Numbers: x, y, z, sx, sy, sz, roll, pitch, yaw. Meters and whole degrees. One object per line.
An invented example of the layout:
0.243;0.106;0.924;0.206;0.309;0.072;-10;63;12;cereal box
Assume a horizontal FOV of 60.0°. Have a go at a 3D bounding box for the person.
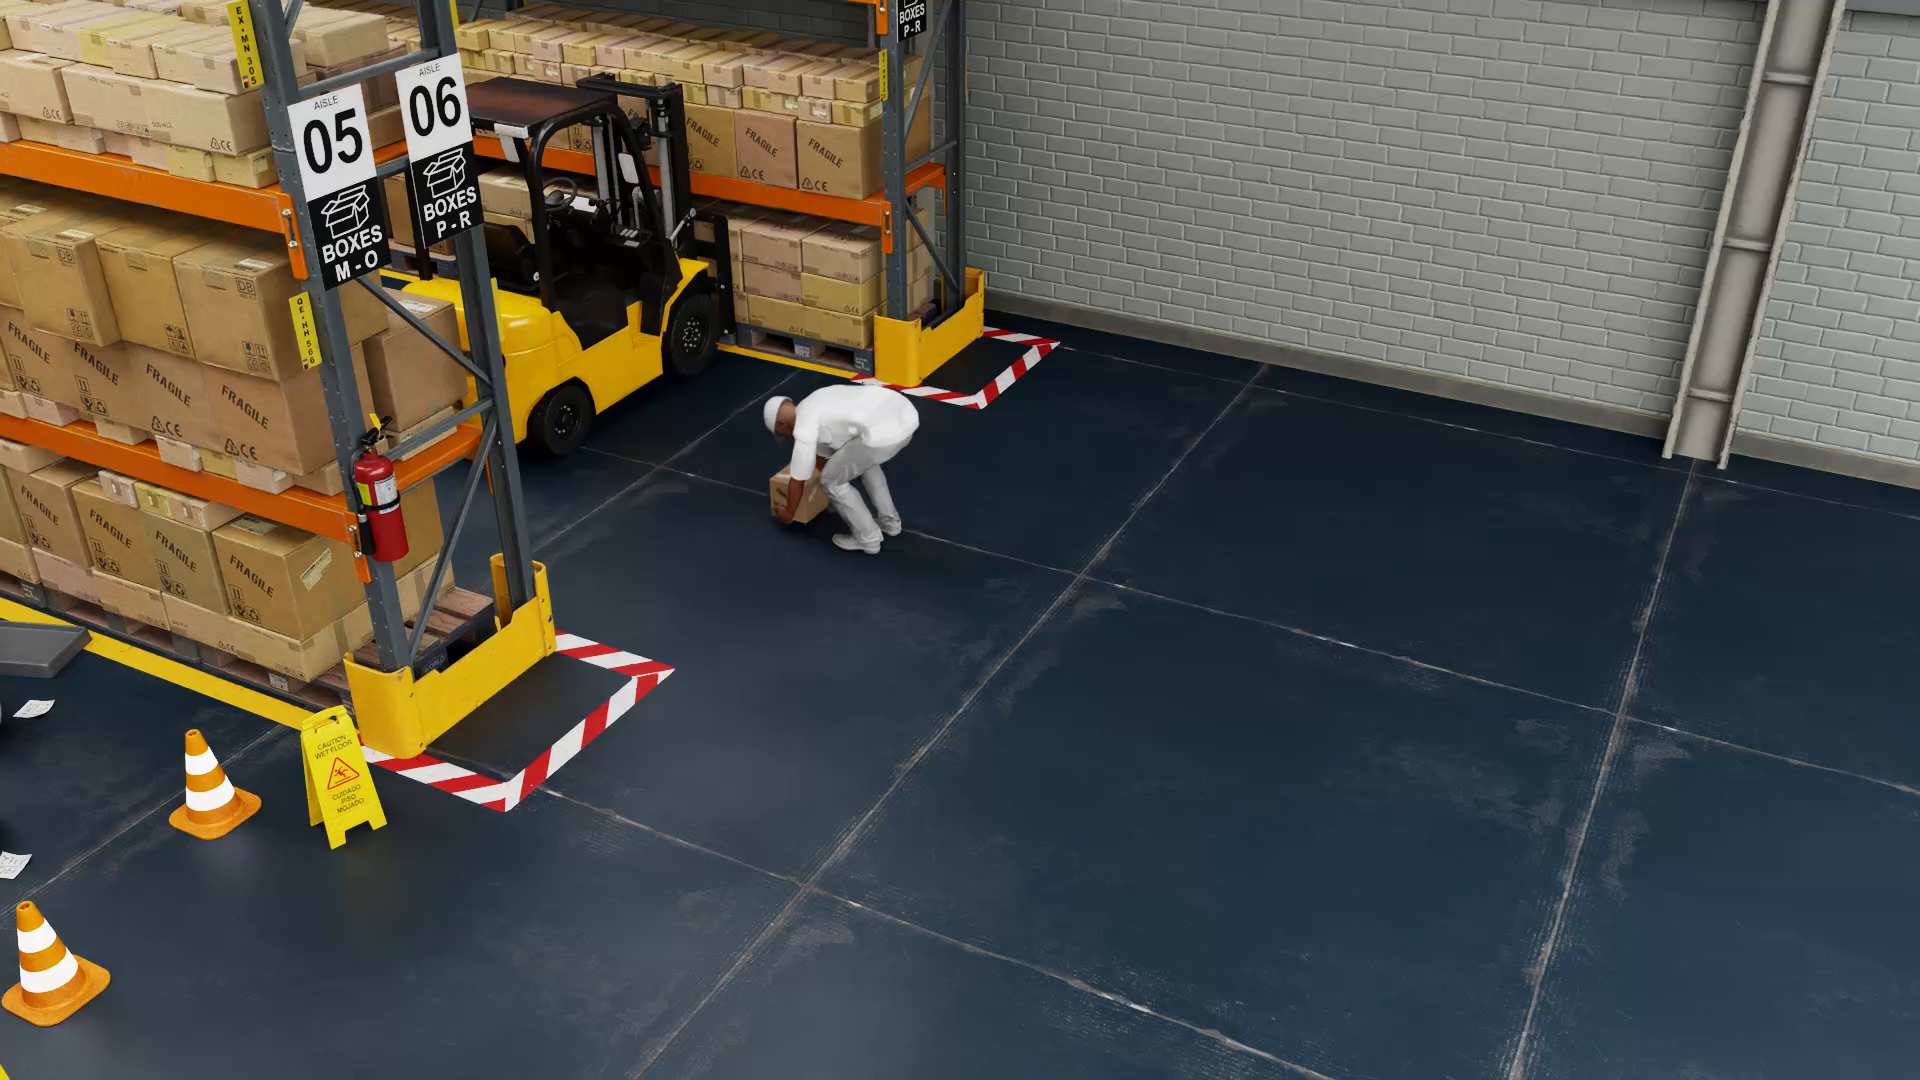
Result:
-0.724;-0.474;9.880;0.974;0.979;0.502;13;32;21;person
